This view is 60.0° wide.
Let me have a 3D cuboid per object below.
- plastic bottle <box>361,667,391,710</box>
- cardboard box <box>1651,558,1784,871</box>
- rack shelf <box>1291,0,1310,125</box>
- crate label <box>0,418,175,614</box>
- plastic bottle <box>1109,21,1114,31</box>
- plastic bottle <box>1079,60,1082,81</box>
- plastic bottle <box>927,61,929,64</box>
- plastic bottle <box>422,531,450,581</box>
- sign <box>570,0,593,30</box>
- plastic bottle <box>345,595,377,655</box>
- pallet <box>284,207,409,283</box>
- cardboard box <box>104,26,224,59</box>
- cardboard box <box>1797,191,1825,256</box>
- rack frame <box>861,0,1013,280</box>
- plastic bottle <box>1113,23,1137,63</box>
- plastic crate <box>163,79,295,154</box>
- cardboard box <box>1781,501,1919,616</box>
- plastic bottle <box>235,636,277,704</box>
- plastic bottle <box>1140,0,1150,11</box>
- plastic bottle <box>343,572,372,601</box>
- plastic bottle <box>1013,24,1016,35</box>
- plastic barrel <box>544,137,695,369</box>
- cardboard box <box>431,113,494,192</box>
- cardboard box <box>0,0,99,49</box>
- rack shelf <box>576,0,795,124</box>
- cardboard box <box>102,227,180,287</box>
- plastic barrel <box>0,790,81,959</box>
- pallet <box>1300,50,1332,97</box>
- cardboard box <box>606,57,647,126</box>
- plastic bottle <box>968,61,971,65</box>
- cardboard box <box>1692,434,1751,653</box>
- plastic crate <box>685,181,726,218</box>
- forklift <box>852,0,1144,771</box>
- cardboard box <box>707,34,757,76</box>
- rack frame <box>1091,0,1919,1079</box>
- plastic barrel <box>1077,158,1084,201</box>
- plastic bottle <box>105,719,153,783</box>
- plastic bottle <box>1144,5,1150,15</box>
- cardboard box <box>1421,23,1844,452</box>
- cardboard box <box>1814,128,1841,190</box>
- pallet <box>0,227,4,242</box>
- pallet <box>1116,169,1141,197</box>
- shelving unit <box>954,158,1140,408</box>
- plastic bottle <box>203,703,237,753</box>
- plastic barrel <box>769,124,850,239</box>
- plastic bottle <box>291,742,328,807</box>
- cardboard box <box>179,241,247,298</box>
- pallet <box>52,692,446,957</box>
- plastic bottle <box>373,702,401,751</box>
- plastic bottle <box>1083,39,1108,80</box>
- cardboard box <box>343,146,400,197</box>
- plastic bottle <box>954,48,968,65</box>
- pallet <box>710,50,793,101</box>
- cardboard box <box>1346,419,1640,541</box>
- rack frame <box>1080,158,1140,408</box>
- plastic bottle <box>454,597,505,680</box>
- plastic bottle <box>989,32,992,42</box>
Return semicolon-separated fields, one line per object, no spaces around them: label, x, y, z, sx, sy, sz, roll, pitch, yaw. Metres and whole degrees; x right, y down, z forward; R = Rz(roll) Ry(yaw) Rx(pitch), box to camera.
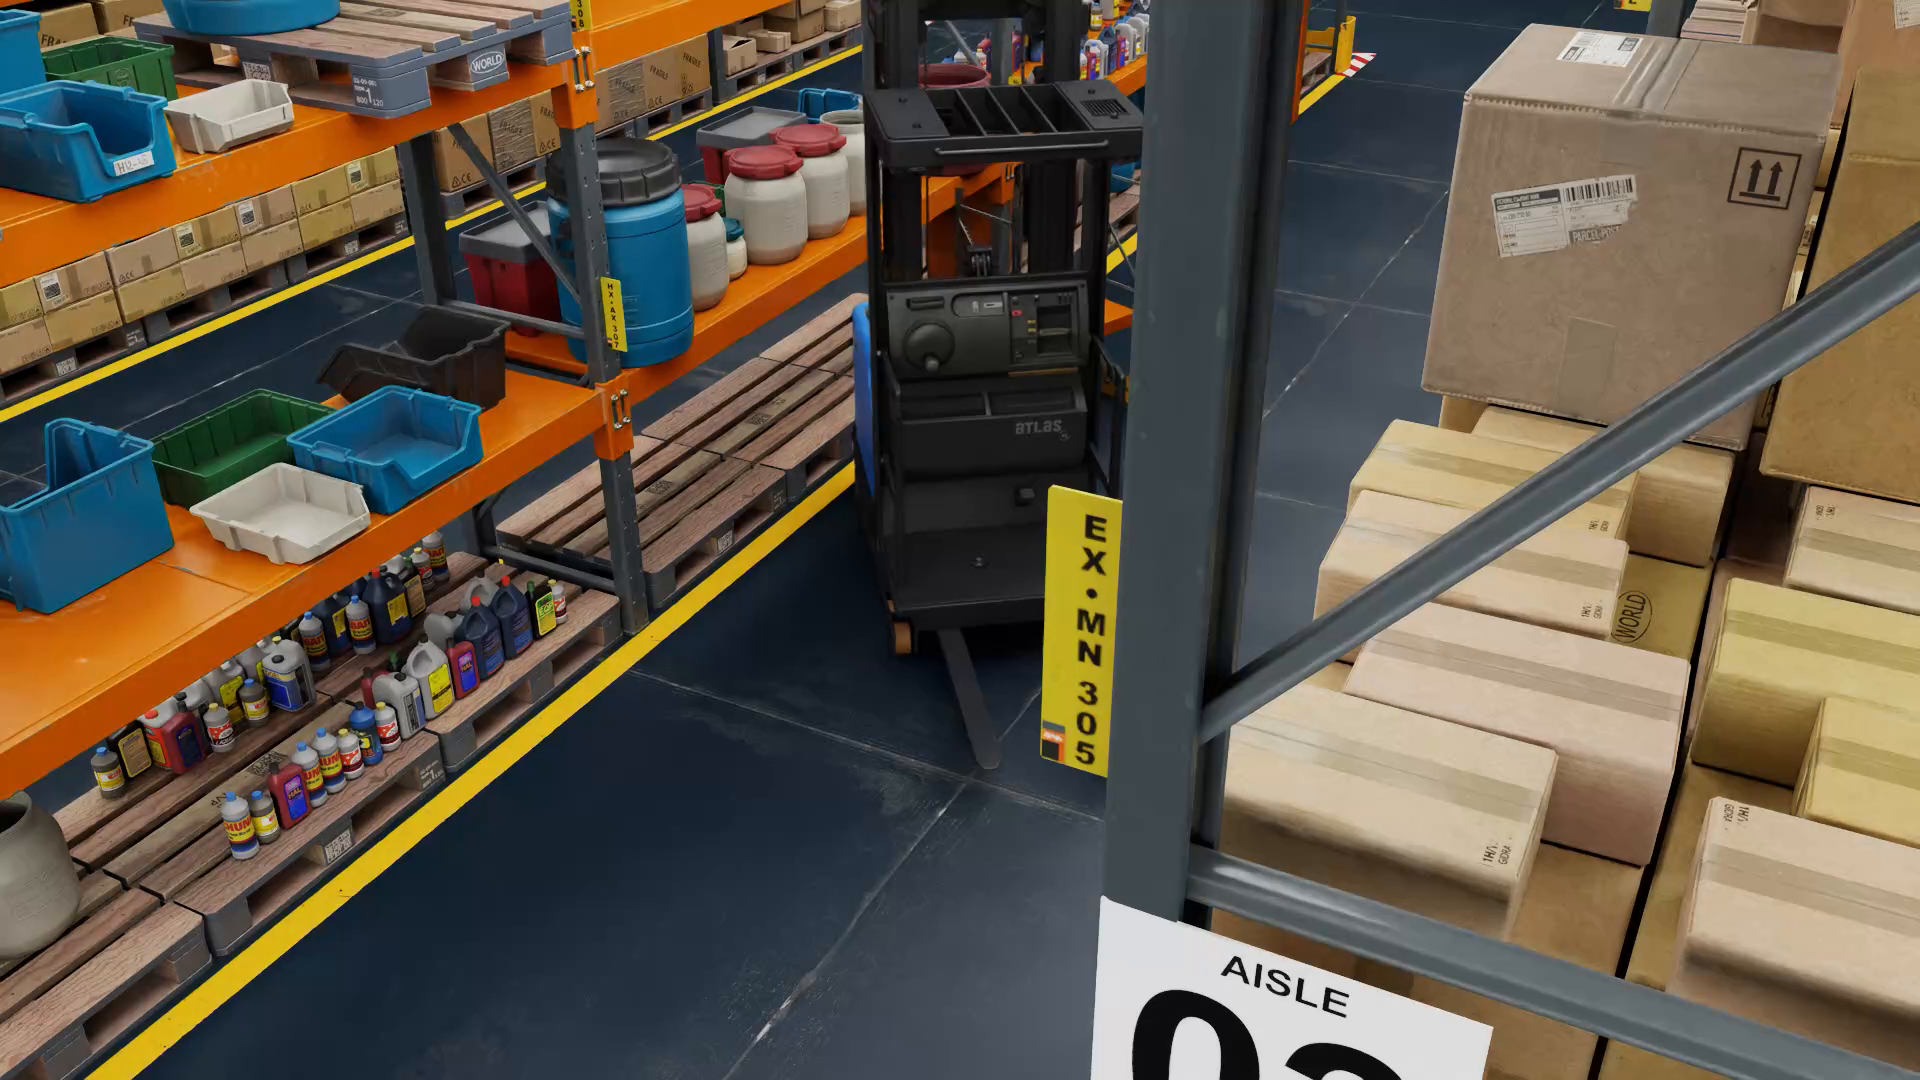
plastic bottle;-2.415;0.636;6.917;0.061;0.283;0.133;14;33;23
cardboard box;1.295;0.298;2.357;0.500;0.250;0.500;14;33;22
rack shelf;1.527;-1.256;2.626;1.077;0.370;4.000;14;33;23
crate label;-3.196;-0.097;5.872;0.502;0.435;0.616;14;33;23
plastic bottle;1.098;-3.693;12.297;0.097;0.271;0.097;0;30;0
plastic bottle;0.789;-3.226;11.484;0.097;0.271;0.097;0;30;0
plastic bottle;-0.240;-3.079;11.217;0.061;0.283;0.133;14;33;23
plastic bottle;-2.507;0.056;7.938;0.097;0.271;0.097;0;30;0
sign;-1.487;-2.153;6.466;0.100;0.325;0.005;14;33;23
plastic bottle;-2.667;0.370;7.392;0.097;0.271;0.097;0;30;0
pallet;-4.967;-2.311;12.563;1.003;0.211;1.213;14;33;23
cardboard box;-5.307;-3.172;11.162;0.500;0.500;0.500;12;32;21
cardboard box;2.215;-0.600;3.920;0.500;0.250;0.500;15;33;24
rack frame;-0.149;-2.751;10.529;1.000;3.000;0.127;14;33;23
plastic bottle;1.218;-3.675;12.261;0.152;0.276;0.135;14;33;23
plastic crate;-2.343;-1.361;5.361;0.243;0.136;0.396;14;33;23
cardboard box;1.344;0.103;2.296;0.380;0.149;0.250;16;33;25
plastic bottle;-2.988;0.516;7.058;0.144;0.351;0.185;14;33;23
plastic bottle;1.417;-4.054;12.847;0.144;0.351;0.185;14;33;23
plastic bottle;-2.709;0.244;7.532;0.144;0.351;0.185;15;33;25
plastic bottle;0.375;-3.611;12.143;0.061;0.283;0.133;14;33;23
plastic barrel;-1.526;-1.298;7.495;0.600;0.901;0.708;14;33;23
cardboard box;-4.095;-3.120;13.240;0.500;0.500;0.500;16;33;25
cardboard box;-8.517;-4.545;15.389;0.750;0.750;0.750;14;33;23
rack shelf;-1.060;-2.853;8.417;1.077;0.370;4.000;14;33;23
cardboard box;-5.502;-1.913;10.846;0.500;0.311;0.500;13;32;22
plastic barrel;-3.334;1.161;5.793;0.421;0.512;0.421;0;30;0
pallet;3.085;-4.732;16.778;1.003;0.211;1.213;14;33;23
cardboard box;-3.166;-4.033;14.830;0.500;0.500;0.500;15;33;24
plastic bottle;0.051;-3.306;11.695;0.097;0.201;0.097;0;30;0
cardboard box;1.075;-0.035;2.938;0.500;0.250;0.500;15;33;24
plastic crate;-1.429;-1.722;8.950;0.450;0.188;0.662;14;33;23
forklift;0.170;-0.924;7.416;1.130;2.935;3.031;-5;30;-8
cardboard box;-2.351;-4.812;16.375;0.500;0.311;0.500;14;33;23
rack frame;0.616;-0.683;0.902;1.000;3.000;0.127;14;33;23
plastic barrel;0.751;-2.846;12.771;0.421;0.512;0.421;0;30;0
plastic bottle;-3.310;0.813;6.608;0.061;0.283;0.133;15;33;24
plastic bottle;1.461;-3.939;12.647;0.144;0.351;0.185;14;33;23
cardboard box;1.096;-0.516;2.722;0.500;0.500;0.500;14;33;23
cardboard box;2.344;-0.956;4.140;0.380;0.149;0.250;15;33;24
pallet;-3.330;-0.768;4.253;1.003;0.211;1.213;14;33;23
pallet;1.284;-2.983;13.732;1.003;0.211;1.213;14;33;23
shelving unit;0.529;-1.372;9.632;1.083;1.500;0.587;-24;38;-35
plastic bottle;-3.025;0.757;6.787;0.097;0.201;0.097;0;30;0
plastic barrel;-0.809;-1.928;8.959;0.433;0.535;0.433;0;30;0
plastic bottle;-2.534;0.903;6.464;0.097;0.271;0.097;0;30;0
cardboard box;-5.275;-1.898;11.382;0.500;0.250;0.500;15;33;24
pallet;-2.869;1.062;6.688;1.003;0.211;1.213;14;33;23
plastic bottle;-2.350;0.754;6.794;0.097;0.201;0.097;0;30;0
plastic bottle;0.967;-3.431;11.837;0.152;0.276;0.135;14;33;23
cardboard box;-4.577;-2.821;12.427;0.500;0.311;0.500;15;33;25
plastic bottle;0.007;-3.293;11.602;0.097;0.271;0.097;0;30;0
pallet;-2.421;-4.745;16.801;1.003;0.211;1.213;14;33;23
cardboard box;0.807;-0.035;2.537;0.380;0.149;0.250;14;33;24
rack frame;0.902;-1.537;9.920;0.032;1.500;0.500;-24;38;-35
plastic bottle;-2.096;0.416;7.232;0.144;0.351;0.185;13;32;21
plastic bottle;0.285;-3.574;12.011;0.144;0.351;0.185;14;33;23
